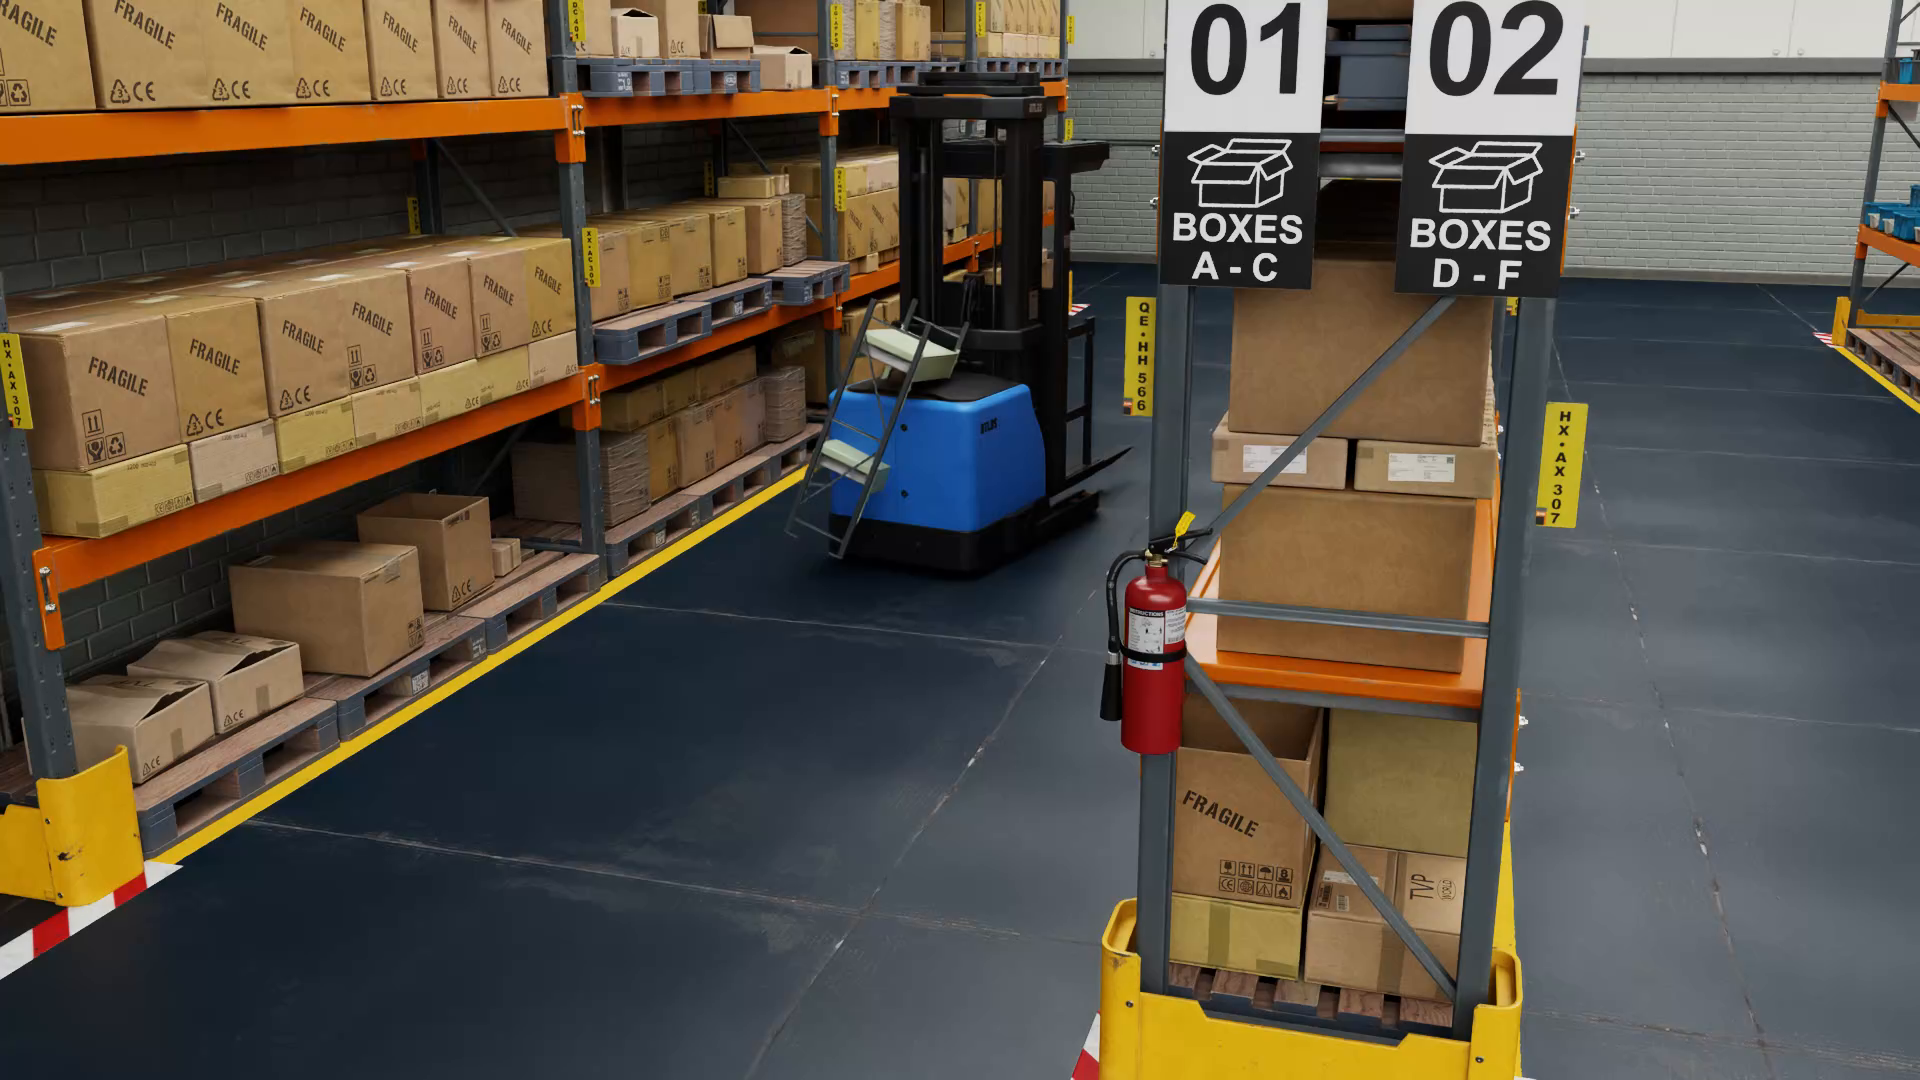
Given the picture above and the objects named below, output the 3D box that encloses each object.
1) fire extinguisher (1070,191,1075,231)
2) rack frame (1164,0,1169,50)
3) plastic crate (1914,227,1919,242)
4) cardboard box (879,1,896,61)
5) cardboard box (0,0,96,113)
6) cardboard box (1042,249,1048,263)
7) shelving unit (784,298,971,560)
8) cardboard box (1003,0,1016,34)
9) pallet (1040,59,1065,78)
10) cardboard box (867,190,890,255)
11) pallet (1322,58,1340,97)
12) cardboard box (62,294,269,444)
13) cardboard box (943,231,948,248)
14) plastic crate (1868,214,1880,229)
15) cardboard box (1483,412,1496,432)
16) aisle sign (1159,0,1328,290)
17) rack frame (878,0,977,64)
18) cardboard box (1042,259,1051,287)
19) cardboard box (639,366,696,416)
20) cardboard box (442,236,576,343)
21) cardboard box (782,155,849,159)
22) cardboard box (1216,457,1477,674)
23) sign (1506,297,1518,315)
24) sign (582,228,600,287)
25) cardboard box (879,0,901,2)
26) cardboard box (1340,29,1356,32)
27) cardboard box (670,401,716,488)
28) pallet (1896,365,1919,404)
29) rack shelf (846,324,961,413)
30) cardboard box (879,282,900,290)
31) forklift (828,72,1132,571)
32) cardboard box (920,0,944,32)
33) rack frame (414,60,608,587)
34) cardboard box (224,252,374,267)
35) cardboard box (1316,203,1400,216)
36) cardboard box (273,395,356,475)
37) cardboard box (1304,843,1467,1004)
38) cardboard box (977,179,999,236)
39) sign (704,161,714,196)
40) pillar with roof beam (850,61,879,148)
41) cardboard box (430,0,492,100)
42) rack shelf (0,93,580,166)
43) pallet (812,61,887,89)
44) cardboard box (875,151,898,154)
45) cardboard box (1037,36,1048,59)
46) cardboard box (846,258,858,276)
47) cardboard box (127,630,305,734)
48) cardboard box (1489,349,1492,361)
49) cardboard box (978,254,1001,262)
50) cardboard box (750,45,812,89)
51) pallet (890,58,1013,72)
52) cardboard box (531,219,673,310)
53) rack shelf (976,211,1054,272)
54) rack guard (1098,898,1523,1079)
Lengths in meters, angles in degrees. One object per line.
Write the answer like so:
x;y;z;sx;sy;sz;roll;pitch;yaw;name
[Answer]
1.297;-4.138;20.746;0.296;0.674;0.183;5;16;16;fire extinguisher
1.016;-2.668;3.744;1.000;3.000;0.127;5;16;16;rack frame
9.381;-2.917;15.990;0.293;0.136;0.466;5;16;16;plastic crate
-0.980;-4.509;14.742;0.700;0.500;0.500;5;16;16;cardboard box
-3.400;-1.734;5.728;0.500;0.500;0.500;5;17;17;cardboard box
0.847;-3.424;20.026;0.380;0.149;0.250;4;16;15;cardboard box
-0.494;-0.688;10.082;0.431;1.500;0.755;25;15;13;shelving unit
0.287;-5.586;17.477;0.500;0.500;0.500;4;16;15;cardboard box
0.611;-5.556;19.587;1.003;0.211;1.213;5;16;16;pallet
-0.920;-2.702;14.094;0.500;0.500;0.500;5;17;18;cardboard box
1.586;-1.685;5.940;1.003;0.211;1.213;5;16;16;pallet
-3.161;-0.693;6.640;0.500;0.500;0.500;5;16;16;cardboard box
-0.334;-2.877;15.899;0.380;0.149;0.250;5;16;16;cardboard box
9.754;-3.368;17.580;0.250;0.136;0.298;5;16;16;plastic crate
1.406;-0.297;5.008;0.380;0.149;0.250;4;16;14;cardboard box
0.715;-1.038;4.228;0.394;0.787;0.004;5;16;16;aisle sign
-0.325;-6.191;16.164;1.000;3.000;0.127;5;16;16;rack frame
0.709;-3.159;20.283;0.700;0.500;0.500;5;16;16;cardboard box
-2.139;-1.027;11.353;0.500;0.250;0.500;4;16;14;cardboard box
-2.436;-1.362;8.998;0.500;0.500;0.500;5;16;16;cardboard box
-1.282;-3.227;14.572;0.500;0.250;0.500;4;16;14;cardboard box
1.161;0.049;4.976;0.700;0.500;0.500;5;16;16;cardboard box
2.685;-1.240;7.973;0.100;0.325;0.005;5;16;16;sign
-2.076;-1.588;9.344;0.100;0.325;0.005;5;16;16;sign
-0.843;-5.002;15.108;0.500;0.250;0.500;4;16;14;cardboard box
1.248;-1.918;5.736;0.500;0.311;0.500;7;17;22;cardboard box
-2.122;-0.684;11.518;0.700;0.500;0.500;5;17;17;cardboard box
9.346;-1.390;15.343;1.003;0.211;1.213;5;16;16;pallet
-0.353;-1.039;9.986;0.431;0.370;0.720;25;15;13;rack shelf
-0.634;-2.059;15.763;0.750;0.750;0.750;5;17;18;cardboard box
0.304;-1.578;11.022;1.130;2.935;3.031;8;18;26;forklift
-0.350;-5.487;17.128;0.500;0.500;0.500;4;16;15;cardboard box
-2.598;-1.211;9.603;1.000;3.000;0.127;5;16;16;rack frame
-3.229;-1.138;8.208;0.500;0.500;0.500;5;17;17;cardboard box
1.605;-0.990;6.262;0.700;0.500;0.500;5;16;16;cardboard box
-3.007;-0.475;7.246;0.500;0.250;0.500;4;16;15;cardboard box
1.381;1.216;5.314;0.500;0.250;0.500;5;16;16;cardboard box
-0.155;-3.589;17.437;0.980;0.700;0.700;5;17;17;cardboard box
-1.994;-2.857;13.283;0.100;0.325;0.005;5;16;16;sign
3.173;-6.107;15.869;9.100;9.000;0.400;5;16;16;pillar with roof beam
-2.661;-2.430;8.181;0.500;0.500;0.500;3;16;11;cardboard box
-3.166;-1.785;7.447;1.077;0.370;4.000;5;16;16;rack shelf
-1.329;-3.783;13.518;1.213;0.211;1.003;5;17;18;pallet
-0.512;-3.457;15.383;0.500;0.250;0.500;5;17;17;cardboard box
0.712;-5.623;18.984;0.500;0.250;0.500;4;16;14;cardboard box
-1.066;-2.280;13.795;0.380;0.149;0.250;5;17;17;cardboard box
-3.290;0.594;7.360;0.500;0.311;0.500;6;17;20;cardboard box
1.771;-0.630;6.181;0.380;0.149;0.250;5;17;16;cardboard box
0.267;-3.255;19.431;0.380;0.149;0.250;5;17;17;cardboard box
-1.407;-3.458;12.155;0.500;0.311;0.500;5;16;16;cardboard box
-0.082;-4.918;17.337;1.003;0.211;1.213;5;16;16;pallet
-2.255;-1.747;10.503;0.700;0.500;0.500;6;17;22;cardboard box
0.244;-3.482;18.925;1.077;0.370;4.000;5;16;16;rack shelf
1.009;1.427;4.882;1.175;0.500;0.348;5;16;16;rack guard
